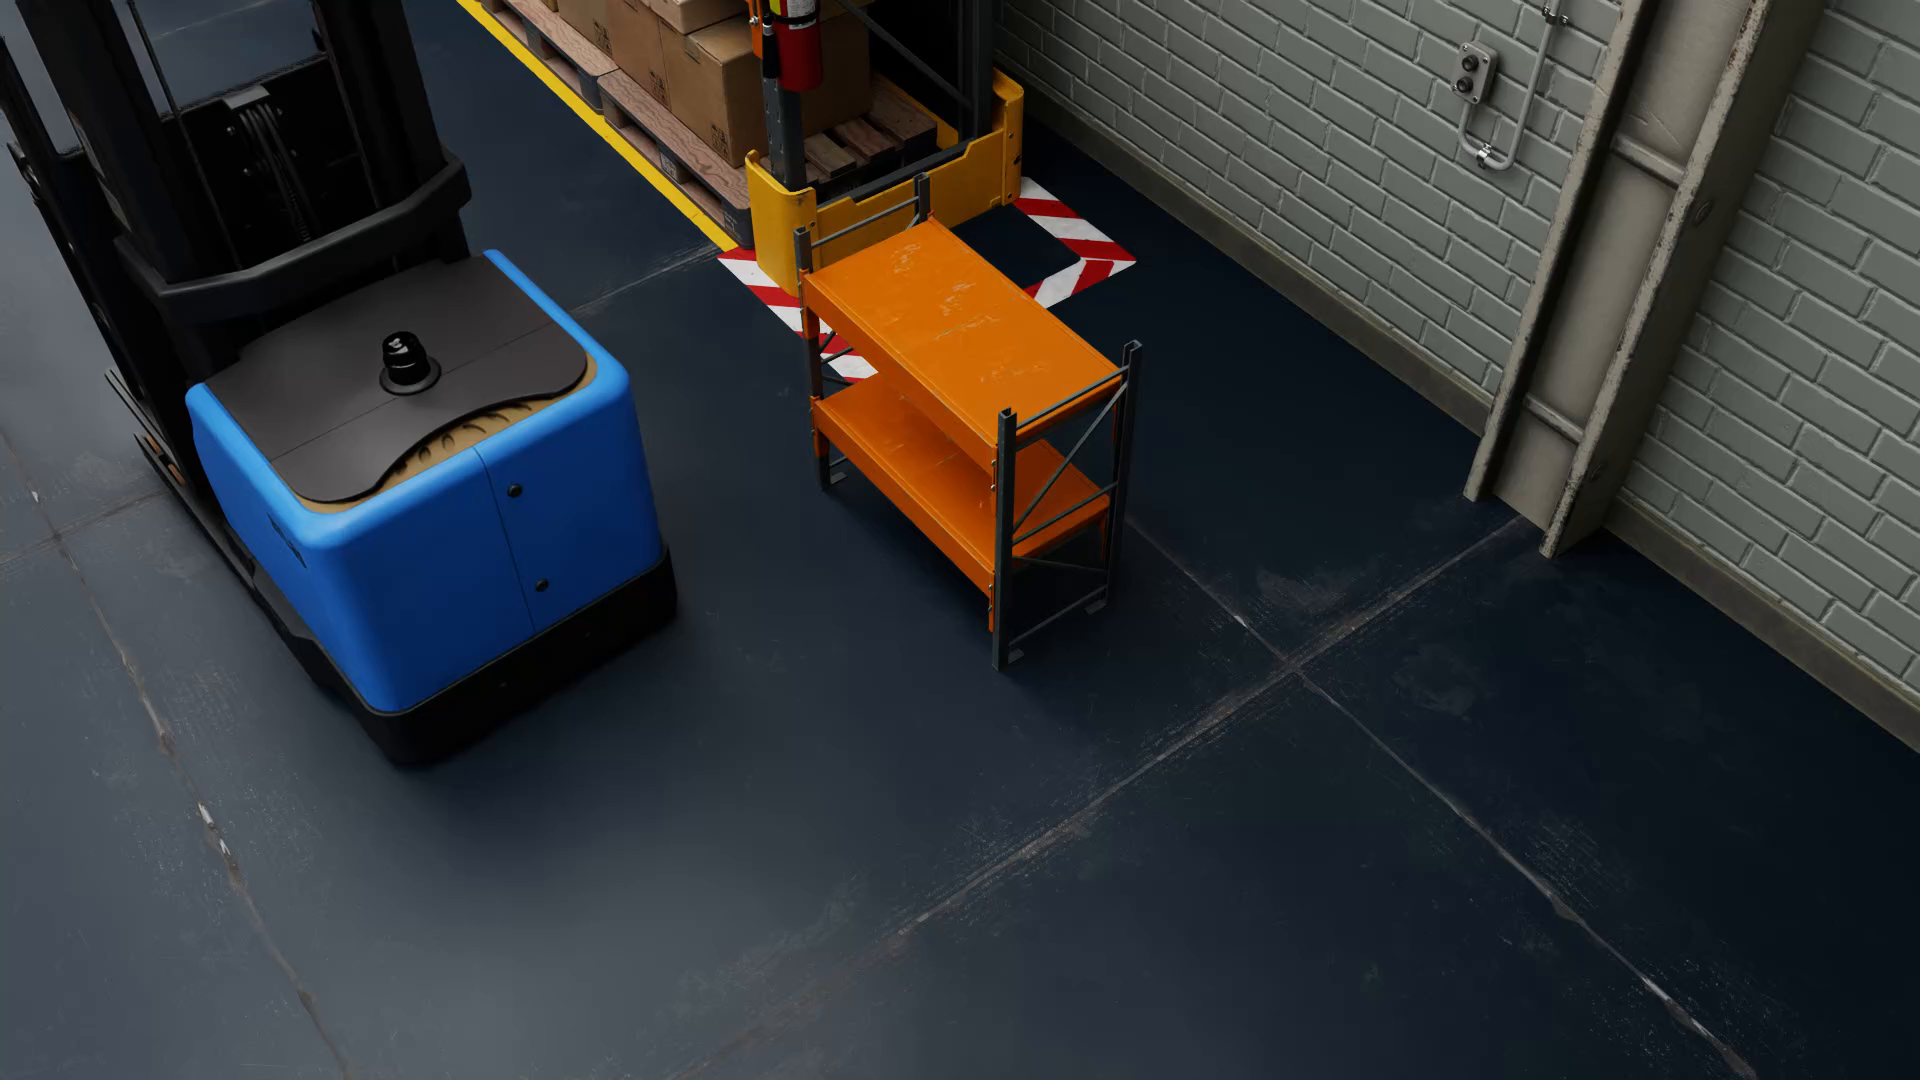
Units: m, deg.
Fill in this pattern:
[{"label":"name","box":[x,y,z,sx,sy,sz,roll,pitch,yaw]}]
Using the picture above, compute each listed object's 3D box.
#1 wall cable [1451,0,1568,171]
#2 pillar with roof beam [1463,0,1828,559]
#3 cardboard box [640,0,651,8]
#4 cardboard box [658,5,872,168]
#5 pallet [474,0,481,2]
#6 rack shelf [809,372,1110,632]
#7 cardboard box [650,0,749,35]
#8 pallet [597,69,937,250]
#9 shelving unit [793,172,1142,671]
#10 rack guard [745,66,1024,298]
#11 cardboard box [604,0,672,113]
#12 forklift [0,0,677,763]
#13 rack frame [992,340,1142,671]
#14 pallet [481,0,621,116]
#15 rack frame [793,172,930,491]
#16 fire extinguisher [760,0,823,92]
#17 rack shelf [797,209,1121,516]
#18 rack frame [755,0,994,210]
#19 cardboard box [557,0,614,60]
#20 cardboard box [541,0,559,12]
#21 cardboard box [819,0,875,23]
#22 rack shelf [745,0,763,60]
[{"label":"wall cable","box":[1.228,-2.339,5.160,0.084,1.984,1.851,-29,54,-24]},{"label":"pillar with roof beam","box":[-1.403,-1.208,0.771,9.100,9.000,0.400,-29,54,-24]},{"label":"cardboard box","box":[-1.181,-2.360,6.831,0.380,0.149,0.250,-28,54,-23]},{"label":"cardboard box","box":[-0.803,-1.998,6.940,0.700,0.500,0.500,-29,54,-24]},{"label":"pallet","box":[-2.324,-3.267,8.569,1.003,0.211,1.213,-29,54,-24]},{"label":"rack shelf","box":[0.004,-0.210,5.511,0.538,0.278,1.000,-29,54,-24]},{"label":"cardboard box","box":[-1.026,-2.210,6.694,0.380,0.149,0.250,-30,54,-24]},{"label":"pallet","box":[-0.846,-1.828,7.265,1.003,0.211,1.213,-29,54,-24]},{"label":"shelving unit","box":[0.004,-0.374,5.330,0.538,1.125,1.048,-29,54,-24]},{"label":"rack guard","box":[-0.285,-1.475,6.750,1.175,0.500,0.348,-29,54,-24]},{"label":"cardboard box","box":[-1.106,-2.293,7.208,0.700,0.500,0.500,-30,54,-24]},{"label":"forklift","box":[-2.273,-1.331,4.979,1.130,2.935,3.031,-33,56,-26]},{"label":"rack frame","box":[0.312,-0.074,5.058,0.500,1.125,0.032,-29,54,-24]},{"label":"pallet","box":[-1.581,-2.547,7.917,1.003,0.211,1.213,-29,54,-24]},{"label":"rack frame","box":[-0.304,-0.674,5.601,0.500,1.125,0.032,-29,54,-24]},{"label":"fire extinguisher","box":[-0.576,-1.881,5.735,0.296,0.674,0.183,-29,54,-24]},{"label":"rack shelf","box":[0.004,-0.570,5.113,0.538,0.278,1.000,-29,54,-24]},{"label":"rack frame","box":[-0.300,-2.328,5.836,1.000,3.000,0.127,-29,54,-24]},{"label":"cardboard box","box":[-1.411,-2.589,7.476,0.700,0.500,0.500,-31,55,-25]},{"label":"cardboard box","box":[-1.740,-2.900,7.758,0.700,0.500,0.500,-28,54,-23]},{"label":"cardboard box","box":[-0.568,-2.232,6.714,0.380,0.149,0.250,-29,54,-24]},{"label":"rack shelf","box":[-1.511,-3.266,7.172,1.077,0.370,4.000,-29,54,-24]}]
